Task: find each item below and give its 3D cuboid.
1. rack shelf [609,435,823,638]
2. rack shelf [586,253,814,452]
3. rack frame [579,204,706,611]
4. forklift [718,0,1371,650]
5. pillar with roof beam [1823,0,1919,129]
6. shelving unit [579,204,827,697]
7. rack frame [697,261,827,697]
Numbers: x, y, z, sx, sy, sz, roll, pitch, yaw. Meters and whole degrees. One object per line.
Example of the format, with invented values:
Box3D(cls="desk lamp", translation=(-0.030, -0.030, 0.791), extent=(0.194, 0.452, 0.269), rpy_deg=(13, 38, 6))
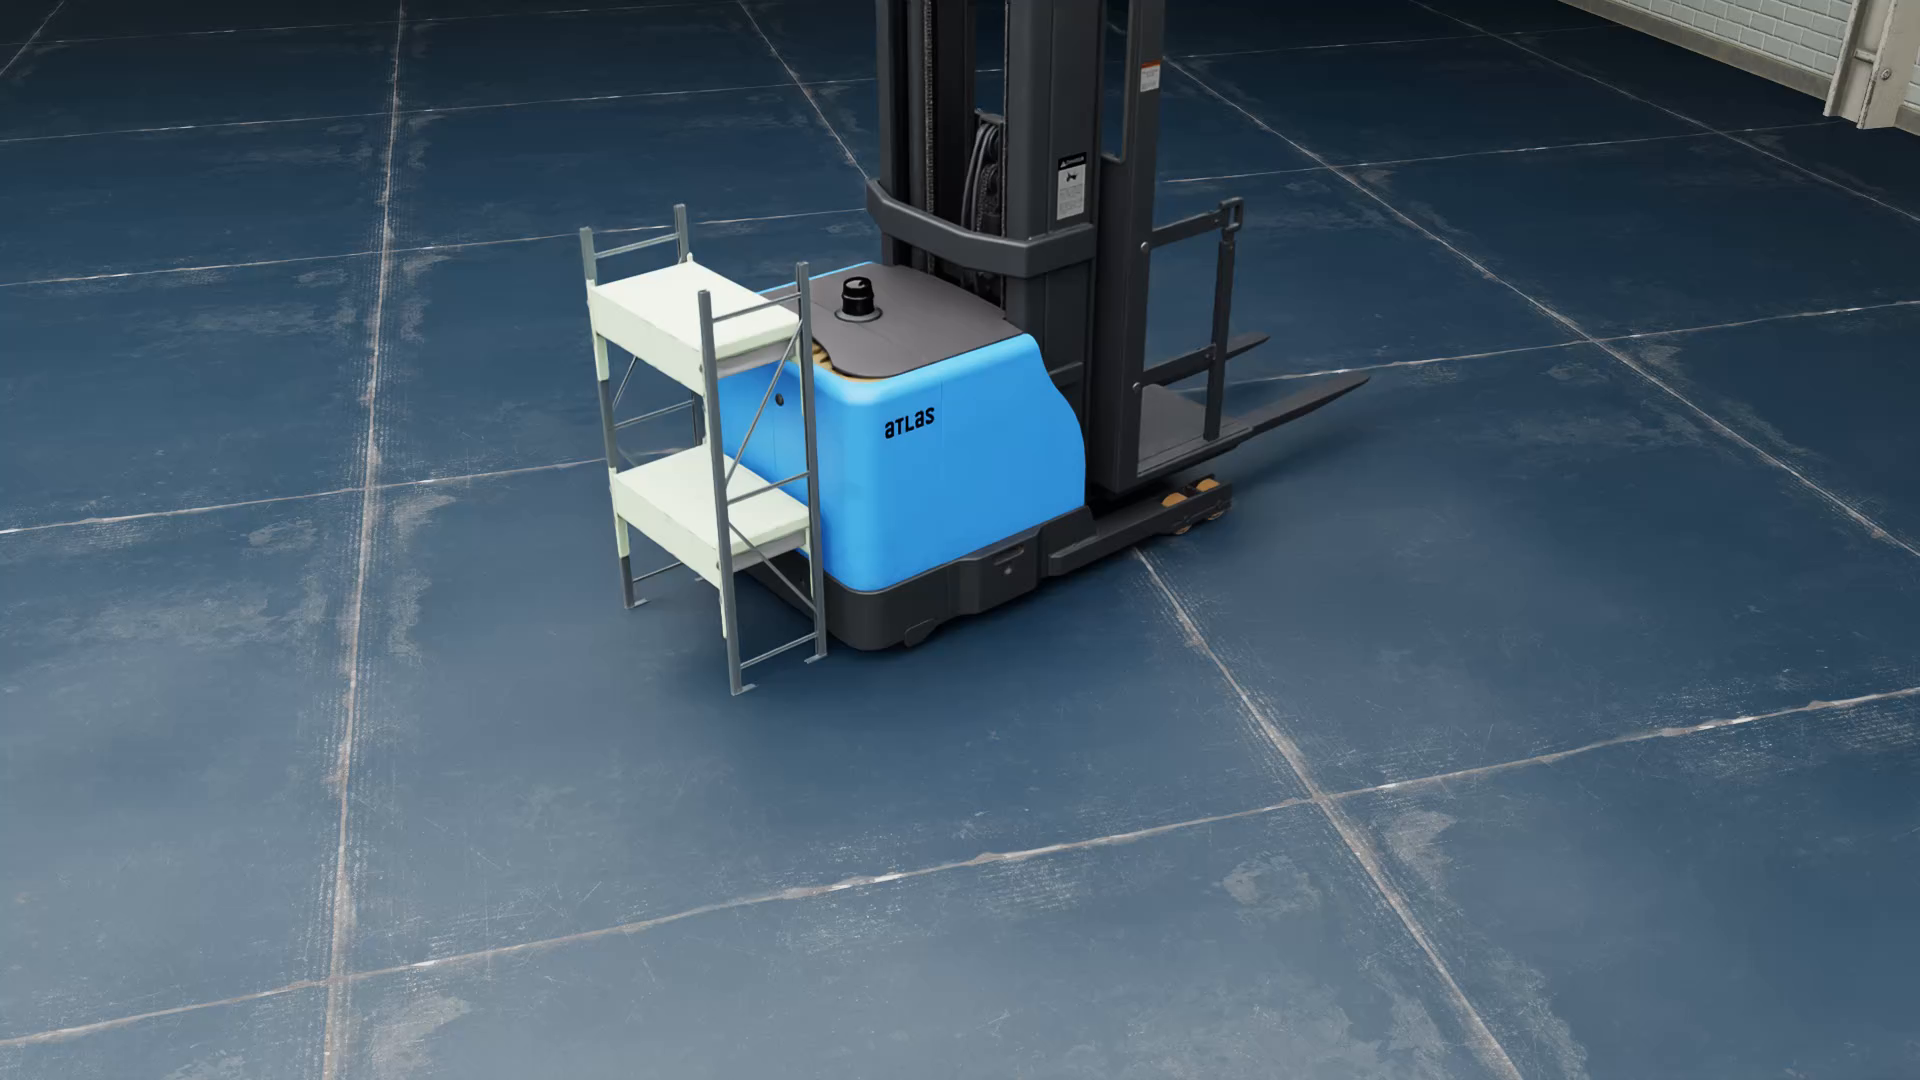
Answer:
Box3D(cls="rack shelf", translation=(-0.876, -0.027, 5.951), extent=(0.431, 0.370, 0.720), rpy_deg=(-23, 37, -34))
Box3D(cls="rack shelf", translation=(-0.876, -0.647, 5.592), extent=(0.431, 0.370, 0.720), rpy_deg=(-23, 37, -34))
Box3D(cls="rack frame", translation=(-1.111, -0.450, 6.031), extent=(0.400, 1.500, 0.023), rpy_deg=(-23, 37, -34))
Box3D(cls="forklift", translation=(0.500, -1.474, 6.371), extent=(3.031, 2.935, 1.130), rpy_deg=(-22, 37, -33))
Box3D(cls="pillar with roof beam", translation=(2.328, -6.347, 8.732), extent=(9.100, 9.000, 0.400), rpy_deg=(-8, 31, -13))
Box3D(cls="shelving unit", translation=(-0.876, -0.310, 5.788), extent=(0.431, 1.500, 0.755), rpy_deg=(-23, 37, -34))
Box3D(cls="rack frame", translation=(-0.641, -0.169, 5.545), extent=(0.400, 1.500, 0.023), rpy_deg=(-23, 37, -34))
